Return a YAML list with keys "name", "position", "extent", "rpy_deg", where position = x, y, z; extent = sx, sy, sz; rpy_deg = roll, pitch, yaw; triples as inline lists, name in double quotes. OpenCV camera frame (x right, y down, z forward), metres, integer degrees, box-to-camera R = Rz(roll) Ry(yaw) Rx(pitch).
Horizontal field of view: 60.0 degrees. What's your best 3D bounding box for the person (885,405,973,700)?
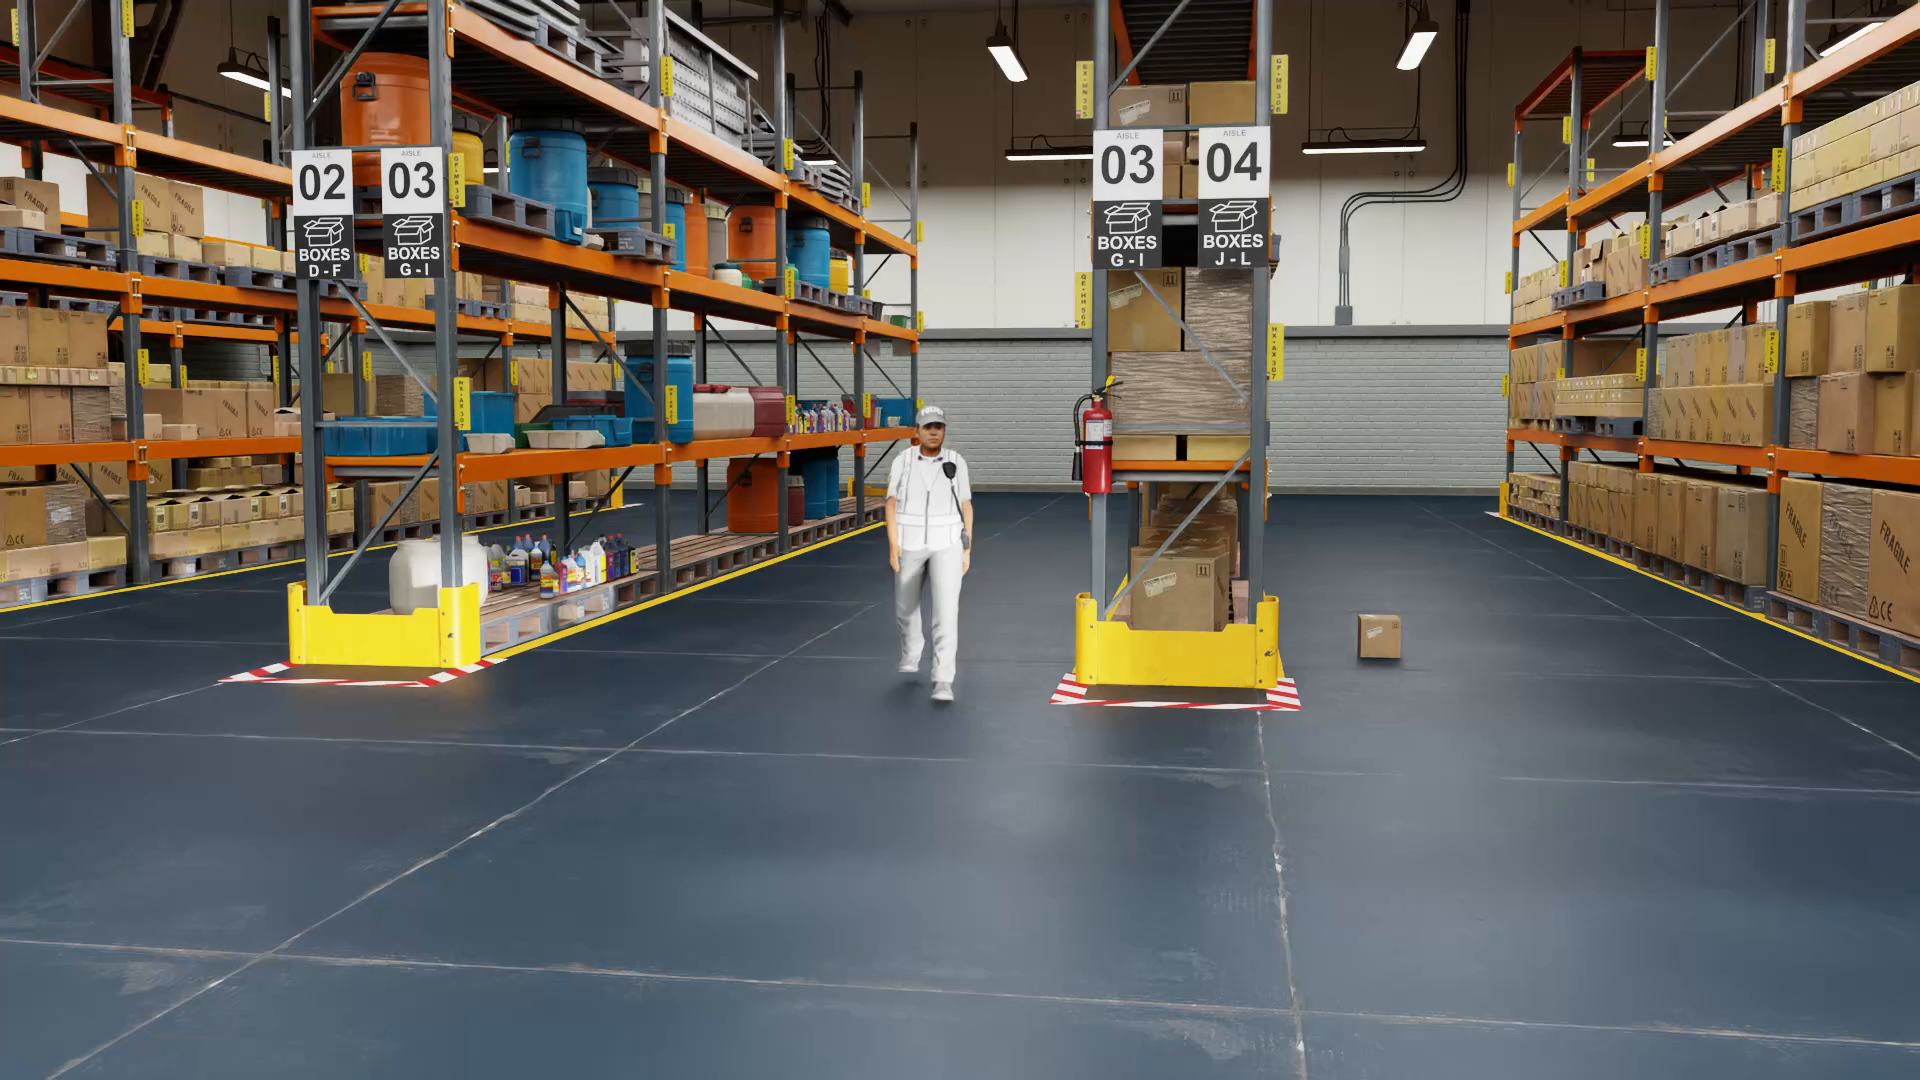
- name: "person"
  position: [-0.175, 0.045, 9.366]
  extent: [0.487, 1.606, 1.031]
  rpy_deg: [0, 5, 3]
